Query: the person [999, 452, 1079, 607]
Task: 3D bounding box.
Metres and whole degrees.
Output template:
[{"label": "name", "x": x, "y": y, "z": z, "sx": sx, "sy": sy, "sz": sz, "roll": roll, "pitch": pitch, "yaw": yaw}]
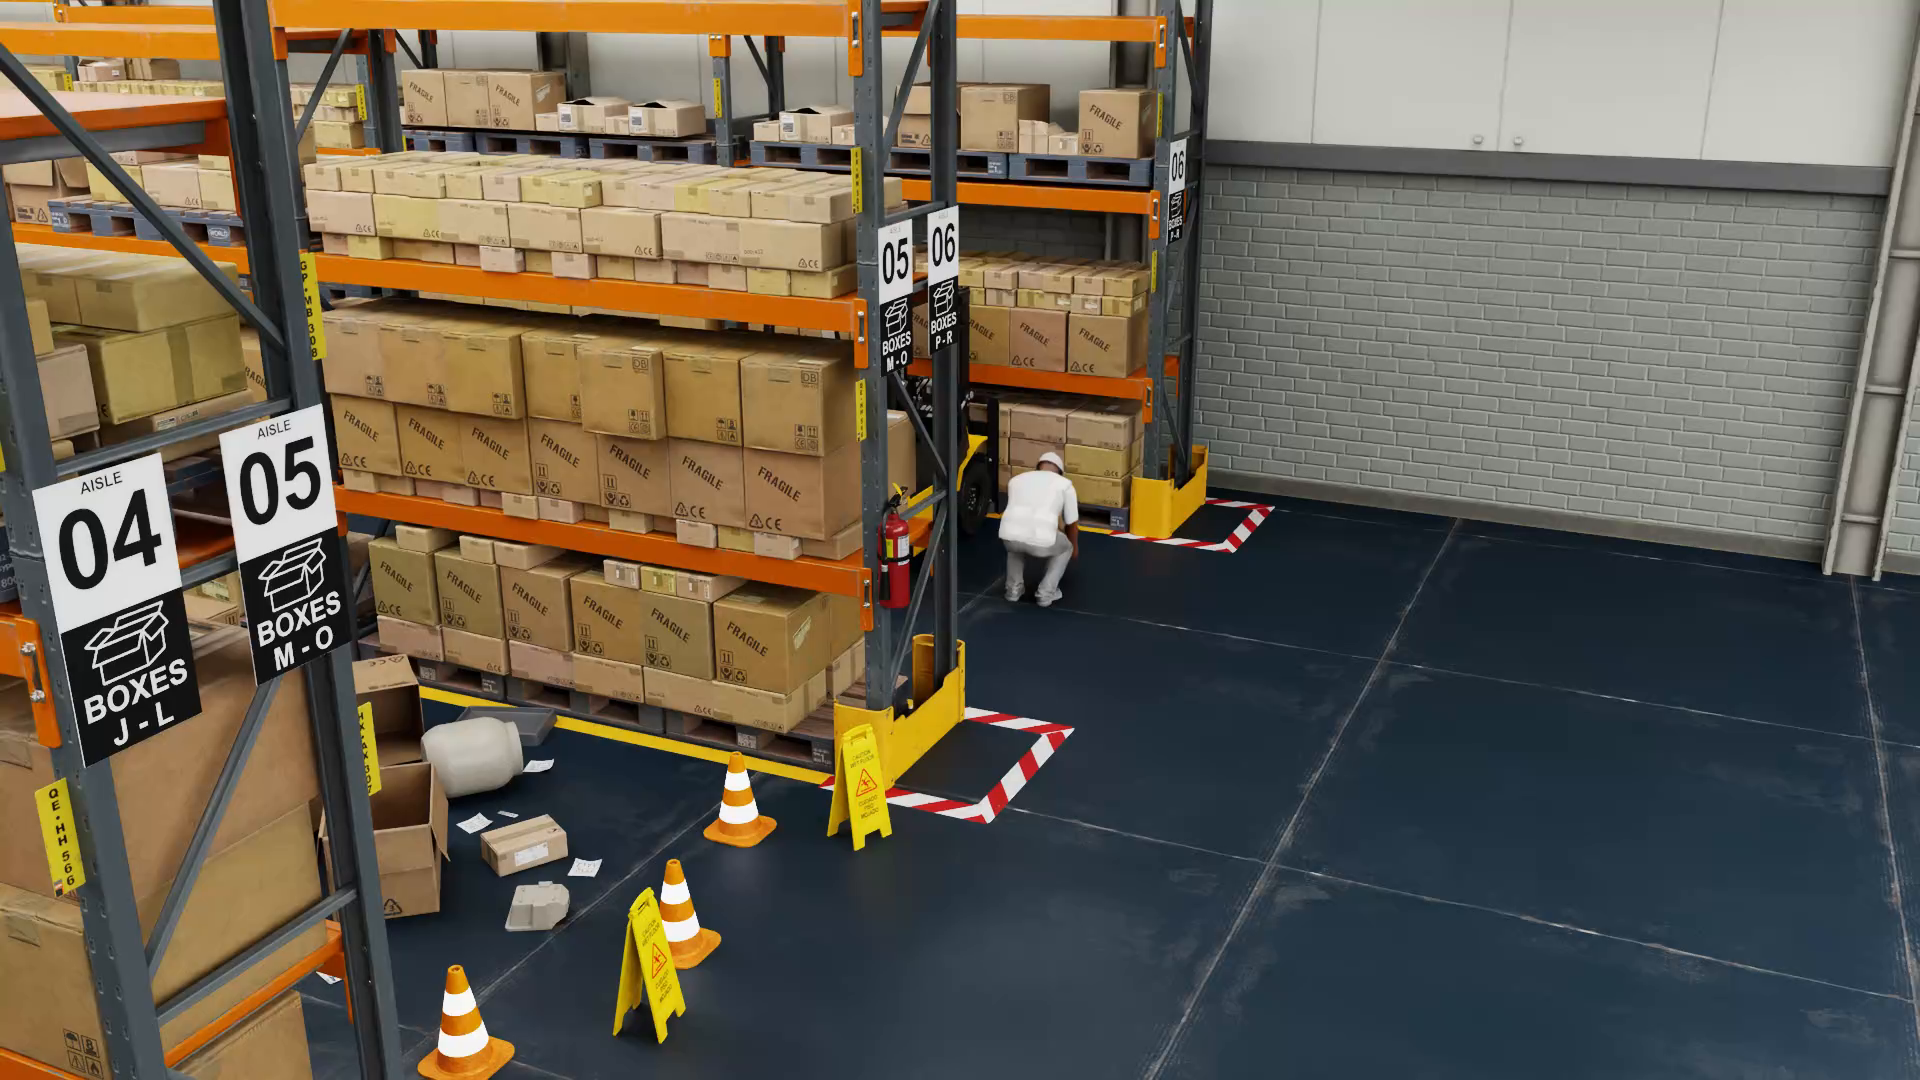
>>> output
[{"label": "person", "x": 0.574, "y": -0.082, "z": 12.447, "sx": 0.536, "sy": 1.010, "sz": 0.911, "roll": 8, "pitch": 20, "yaw": 21}]
